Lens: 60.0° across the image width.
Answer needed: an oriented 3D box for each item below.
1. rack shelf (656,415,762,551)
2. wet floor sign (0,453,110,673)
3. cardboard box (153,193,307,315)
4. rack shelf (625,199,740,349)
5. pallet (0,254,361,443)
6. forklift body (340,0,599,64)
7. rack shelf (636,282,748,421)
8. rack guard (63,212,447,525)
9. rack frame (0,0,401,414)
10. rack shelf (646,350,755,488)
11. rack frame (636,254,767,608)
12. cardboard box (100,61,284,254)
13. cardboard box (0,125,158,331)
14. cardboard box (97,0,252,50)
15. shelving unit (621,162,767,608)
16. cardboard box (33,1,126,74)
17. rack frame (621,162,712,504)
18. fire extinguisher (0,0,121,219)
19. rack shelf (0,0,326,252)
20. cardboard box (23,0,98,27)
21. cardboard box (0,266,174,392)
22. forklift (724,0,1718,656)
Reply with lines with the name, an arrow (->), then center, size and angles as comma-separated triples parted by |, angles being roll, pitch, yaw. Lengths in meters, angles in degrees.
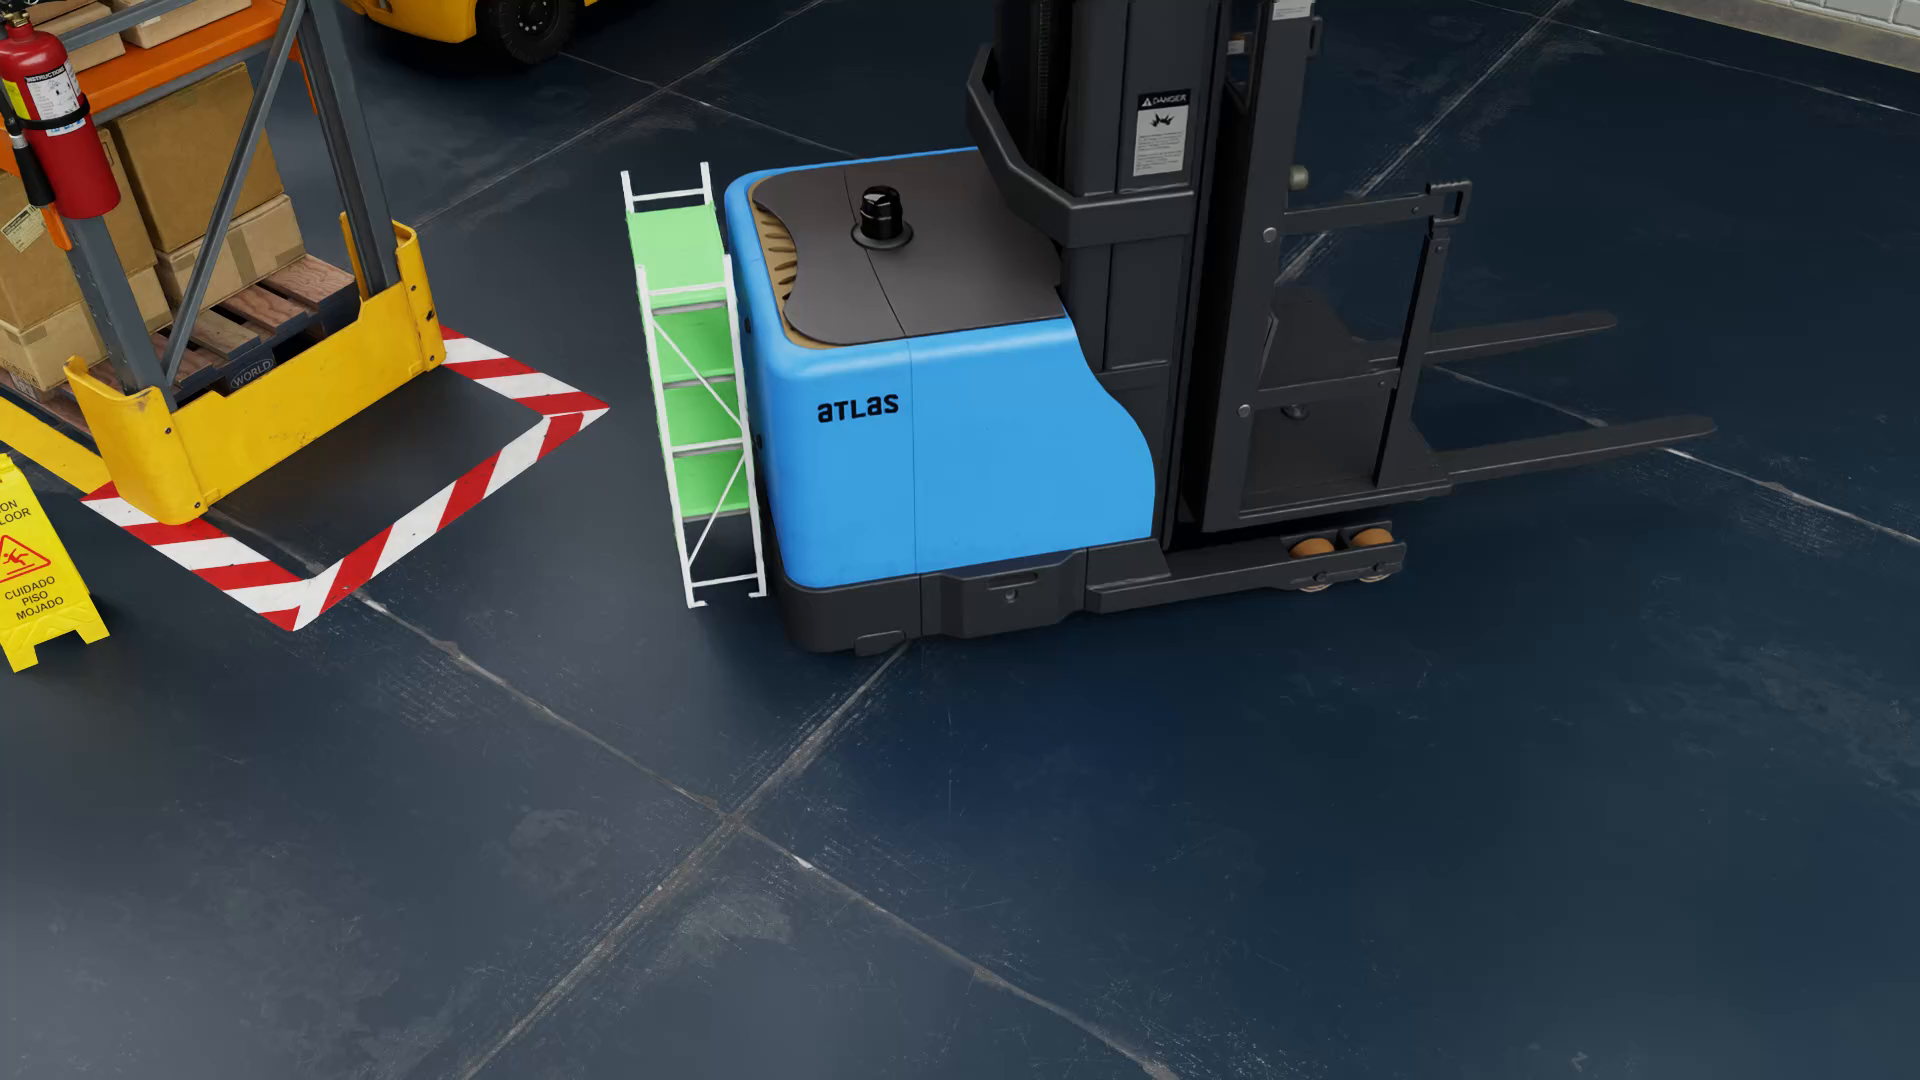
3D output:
rack shelf -> -0.761, -0.197, 5.026 | 0.258, 0.148, 0.480 | -9, 43, -10
wet floor sign -> -2.696, 0.032, 4.731 | 0.267, 0.644, 0.232 | -25, 48, -25
cardboard box -> -2.739, -1.094, 5.971 | 0.500, 0.250, 0.500 | 25, 47, 25
rack shelf -> -0.761, -0.733, 4.545 | 0.258, 0.148, 0.480 | -9, 43, -10
pallet -> -2.944, -0.823, 6.011 | 1.213, 0.211, 1.003 | 25, 48, 25
forklift body -> -1.990, -3.628, 7.691 | 1.214, 2.155, 2.313 | 25, 48, 25
rack shelf -> -0.761, -0.554, 4.705 | 0.258, 0.148, 0.480 | -9, 43, -10
rack guard -> -2.300, -0.600, 5.546 | 0.348, 0.500, 1.175 | 25, 48, 25
rack frame -> -2.237, -1.503, 4.680 | 0.127, 3.000, 1.000 | 25, 48, 25
rack shelf -> -0.761, -0.375, 4.865 | 0.258, 0.148, 0.480 | -9, 43, -10
rack frame -> -0.706, -0.265, 4.646 | 0.240, 1.200, 0.015 | -9, 43, -10
cardboard box -> -2.759, -1.383, 5.730 | 0.500, 0.500, 0.500 | 24, 47, 24
cardboard box -> -3.043, -1.078, 5.390 | 0.500, 0.500, 0.500 | 25, 48, 26
cardboard box -> -2.397, -1.652, 5.035 | 0.250, 0.149, 0.380 | 25, 48, 25
shelving unit -> -0.761, -0.423, 4.823 | 0.258, 1.200, 0.503 | -9, 43, -10
cardboard box -> -2.666, -1.436, 4.793 | 0.250, 0.149, 0.380 | 27, 48, 27
rack frame -> -0.817, -0.581, 5.000 | 0.240, 1.200, 0.015 | -9, 43, -10
fire extinguisher -> -2.408, -1.178, 4.376 | 0.183, 0.674, 0.296 | 25, 48, 25
rack shelf -> -3.875, -2.000, 5.776 | 4.000, 0.370, 1.077 | 25, 48, 25
cardboard box -> -2.840, -1.708, 4.612 | 0.500, 0.500, 0.500 | 24, 47, 25
cardboard box -> -3.073, -0.806, 5.649 | 0.500, 0.250, 0.500 | 25, 47, 25
forklift -> 0.876, -1.270, 4.471 | 3.031, 2.935, 1.130 | -9, 43, -10
